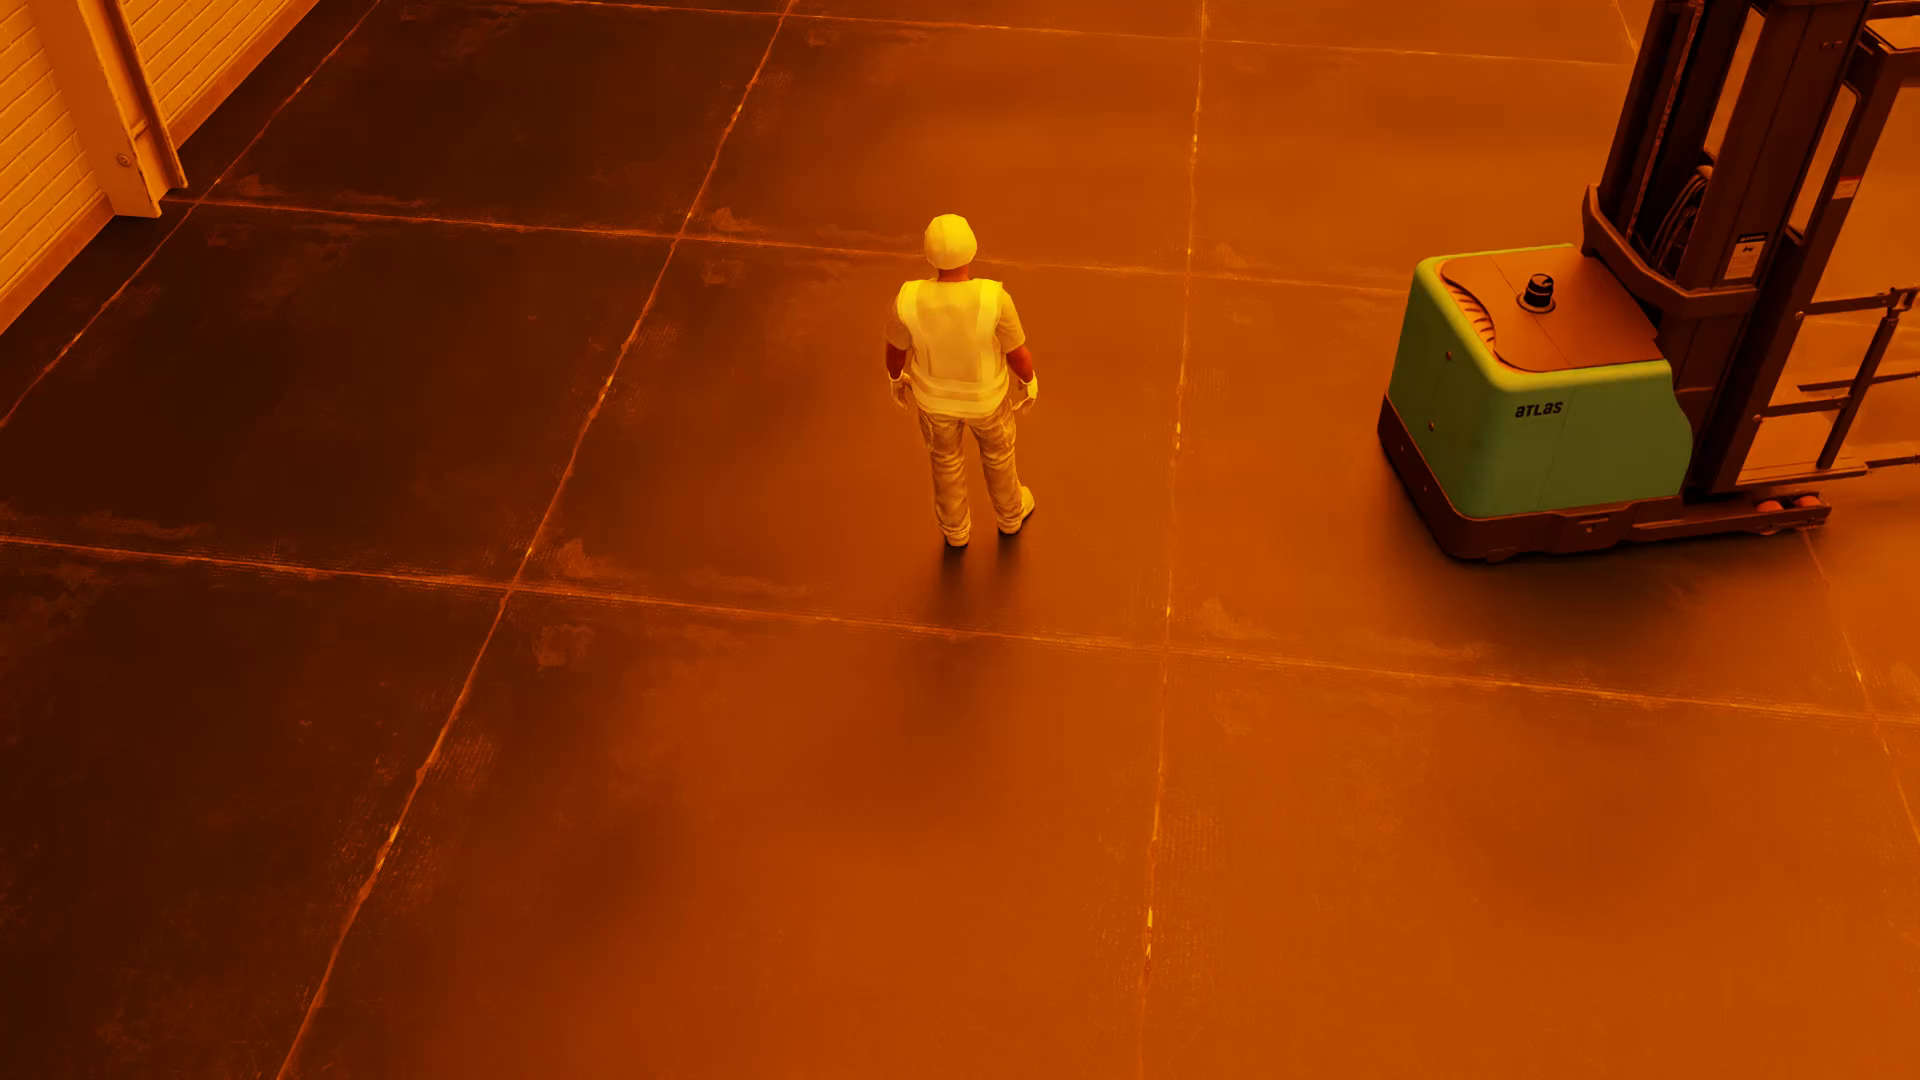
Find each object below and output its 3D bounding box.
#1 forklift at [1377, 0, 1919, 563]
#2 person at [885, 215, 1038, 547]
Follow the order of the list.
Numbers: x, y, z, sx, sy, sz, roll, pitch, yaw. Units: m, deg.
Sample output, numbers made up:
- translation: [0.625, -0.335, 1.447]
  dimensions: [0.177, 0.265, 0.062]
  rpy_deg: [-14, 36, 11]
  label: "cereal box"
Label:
- translation: [3.666, -1.451, 7.304]
  dimensions: [3.031, 2.935, 1.130]
  rpy_deg: [-7, 43, -7]
  label: "forklift"
- translation: [0.018, -0.710, 7.335]
  dimensions: [0.657, 1.785, 0.575]
  rpy_deg: [5, 43, 6]
  label: "person"
